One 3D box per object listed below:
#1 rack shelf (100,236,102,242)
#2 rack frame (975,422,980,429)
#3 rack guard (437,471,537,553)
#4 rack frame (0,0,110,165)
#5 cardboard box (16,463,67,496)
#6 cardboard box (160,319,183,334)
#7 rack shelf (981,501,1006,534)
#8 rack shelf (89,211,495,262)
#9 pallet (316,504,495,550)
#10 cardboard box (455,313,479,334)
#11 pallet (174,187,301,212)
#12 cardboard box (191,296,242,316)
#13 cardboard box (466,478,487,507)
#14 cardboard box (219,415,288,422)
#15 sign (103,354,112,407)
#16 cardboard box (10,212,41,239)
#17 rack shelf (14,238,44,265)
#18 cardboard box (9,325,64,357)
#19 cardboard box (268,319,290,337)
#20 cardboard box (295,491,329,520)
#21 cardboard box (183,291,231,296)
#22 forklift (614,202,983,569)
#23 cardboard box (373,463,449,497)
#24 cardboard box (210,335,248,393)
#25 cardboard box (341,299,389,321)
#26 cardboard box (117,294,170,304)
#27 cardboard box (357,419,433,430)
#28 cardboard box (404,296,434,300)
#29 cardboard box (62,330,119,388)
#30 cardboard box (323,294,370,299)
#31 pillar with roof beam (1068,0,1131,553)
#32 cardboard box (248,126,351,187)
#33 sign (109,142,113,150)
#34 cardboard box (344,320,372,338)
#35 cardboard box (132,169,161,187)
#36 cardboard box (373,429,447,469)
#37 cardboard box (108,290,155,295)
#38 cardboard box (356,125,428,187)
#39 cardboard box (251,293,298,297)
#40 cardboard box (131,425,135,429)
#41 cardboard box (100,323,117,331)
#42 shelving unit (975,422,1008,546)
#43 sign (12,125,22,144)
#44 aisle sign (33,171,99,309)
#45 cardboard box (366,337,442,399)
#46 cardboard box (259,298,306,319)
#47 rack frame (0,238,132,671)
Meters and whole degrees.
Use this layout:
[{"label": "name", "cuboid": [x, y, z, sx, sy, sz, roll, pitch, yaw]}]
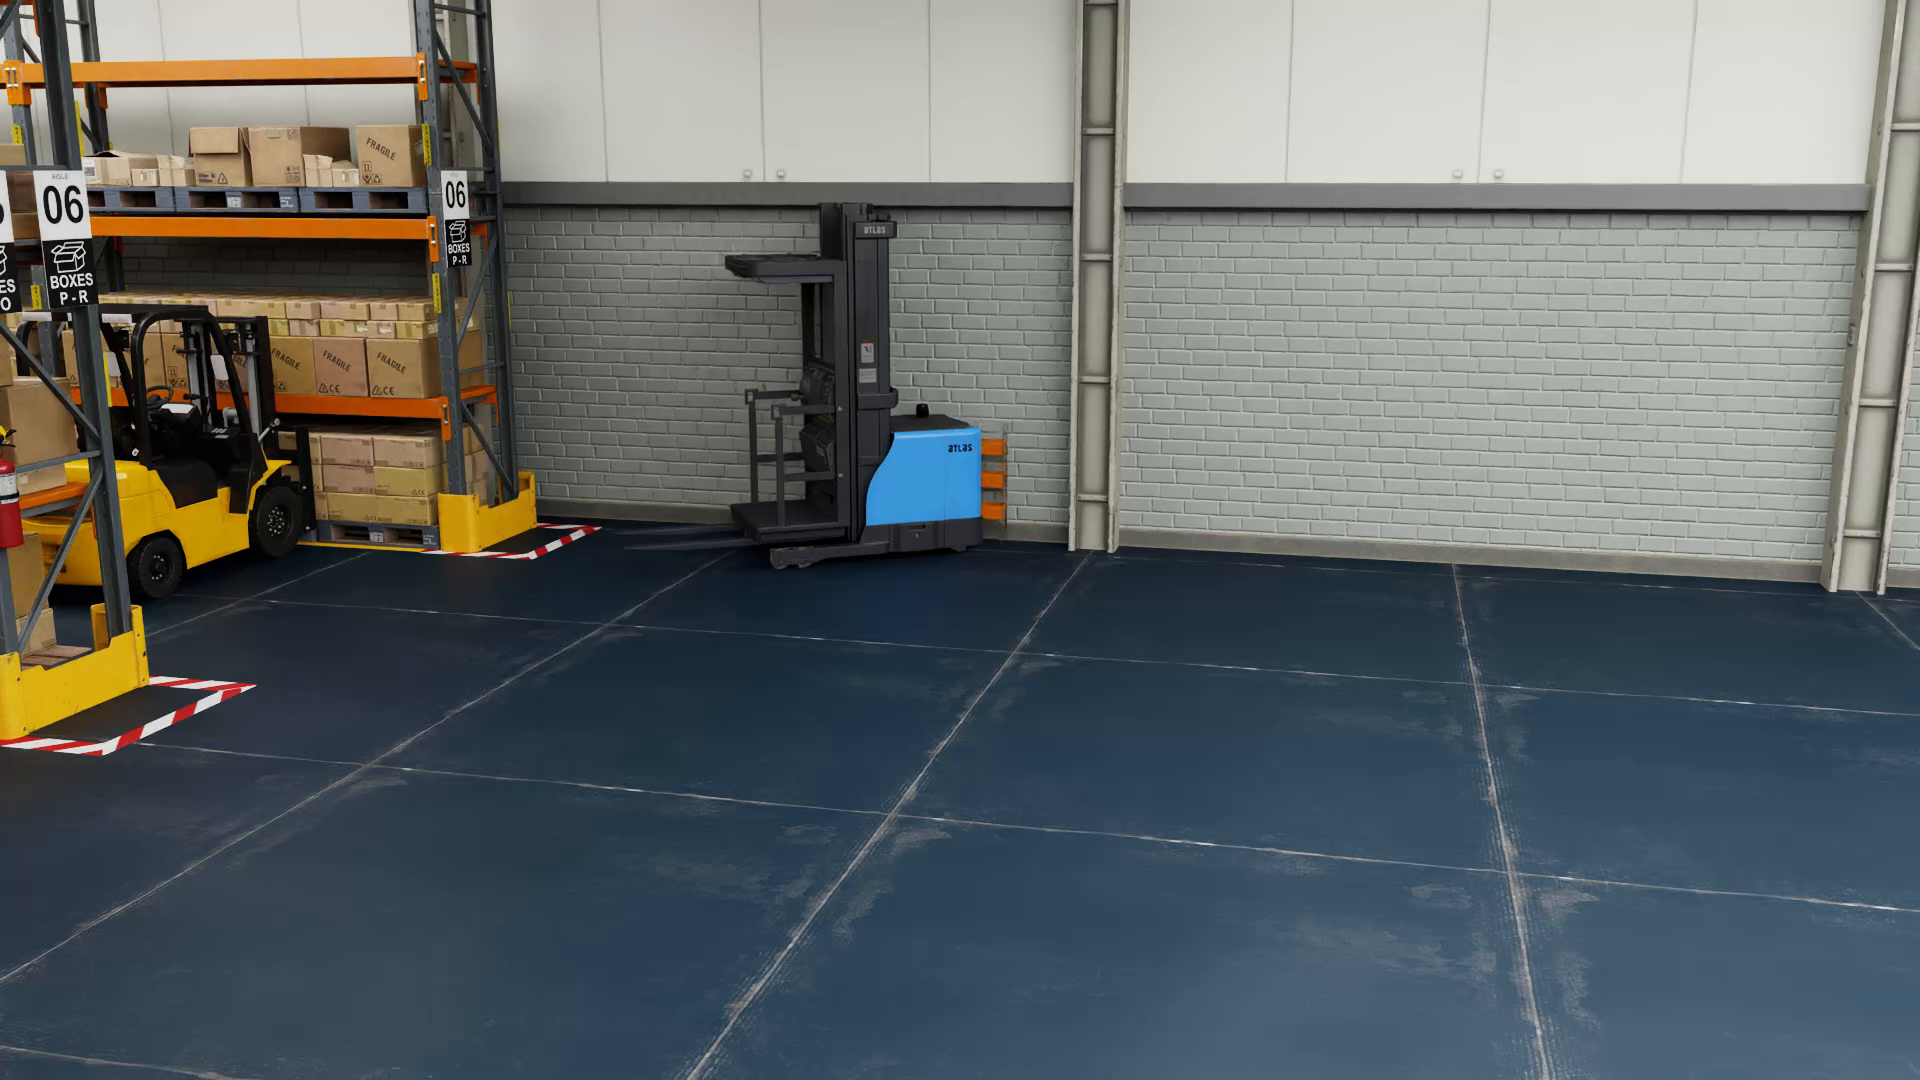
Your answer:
[{"label": "rack shelf", "cuboid": [-10.030, -2.908, 15.651, 4.000, 0.370, 1.077, 3, 13, 14]}, {"label": "rack frame", "cuboid": [0.153, -0.493, 14.528, 0.008, 1.050, 0.200, 3, 13, 11]}, {"label": "rack guard", "cuboid": [-4.182, -0.262, 14.760, 0.348, 0.500, 1.175, 3, 13, 14]}, {"label": "rack frame", "cuboid": [-8.089, -4.620, 14.780, 0.127, 3.000, 1.000, 3, 13, 14]}, {"label": "cardboard box", "cuboid": [-5.671, -0.378, 10.092, 0.250, 0.149, 0.380, 3, 13, 14]}, {"label": "cardboard box", "cuboid": [-6.855, -1.922, 14.741, 0.250, 0.149, 0.380, 3, 13, 13]}, {"label": "rack shelf", "cuboid": [0.273, -0.206, 14.567, 0.240, 0.259, 0.215, 3, 13, 11]}, {"label": "rack shelf", "cuboid": [-6.147, -2.700, 14.715, 4.000, 0.370, 1.077, 3, 13, 14]}, {"label": "pallet", "cuboid": [-4.958, -0.153, 14.936, 1.213, 0.211, 1.003, 3, 13, 14]}, {"label": "cardboard box", "cuboid": [-4.472, -1.921, 14.739, 0.250, 0.149, 0.380, 3, 13, 12]}, {"label": "pallet", "cuboid": [-6.074, -3.010, 14.653, 1.213, 0.211, 1.003, 3, 13, 14]}, {"label": "cardboard box", "cuboid": [-6.581, -2.073, 14.735, 0.250, 0.149, 0.380, 3, 13, 13]}, {"label": "cardboard box", "cuboid": [-4.635, -0.413, 15.047, 0.500, 0.250, 0.500, 3, 13, 14]}, {"label": "cardboard box", "cuboid": [-6.581, -1.005, 15.407, 0.500, 0.250, 0.500, 3, 13, 14]}, {"label": "sign", "cuboid": [-5.261, -0.976, 10.210, 0.005, 0.325, 0.100, 3, 13, 14]}, {"label": "cardboard box", "cuboid": [-5.635, -1.867, 9.877, 0.250, 0.149, 0.380, 3, 13, 14]}, {"label": "rack shelf", "cuboid": [-7.333, -1.656, 10.010, 4.000, 0.370, 1.077, 3, 13, 14]}, {"label": "cardboard box", "cuboid": [-8.627, -1.834, 15.265, 0.500, 0.250, 0.500, 3, 13, 12]}, {"label": "cardboard box", "cuboid": [-5.860, -1.869, 14.506, 0.250, 0.149, 0.380, 3, 13, 14]}, {"label": "cardboard box", "cuboid": [-5.701, -0.360, 14.808, 0.500, 0.250, 0.500, 3, 13, 14]}, {"label": "cardboard box", "cuboid": [-6.955, -2.216, 15.382, 0.250, 0.149, 0.380, 3, 13, 12]}, {"label": "forklift", "cuboid": [-1.378, -1.320, 13.915, 3.031, 2.935, 1.130, -4, 13, -19]}, {"label": "cardboard box", "cuboid": [-4.753, -0.550, 14.510, 0.500, 0.250, 0.500, 3, 13, 13]}, {"label": "cardboard box", "cuboid": [-6.236, -1.582, 14.707, 0.500, 0.500, 0.500, 3, 13, 14]}, {"label": "cardboard box", "cuboid": [-5.111, -1.983, 14.329, 0.250, 0.149, 0.380, 3, 13, 15]}, {"label": "cardboard box", "cuboid": [-7.325, -2.117, 14.934, 0.250, 0.149, 0.380, 3, 13, 12]}, {"label": "cardboard box", "cuboid": [-5.112, -0.924, 15.044, 0.500, 0.250, 0.500, 3, 13, 14]}, {"label": "cardboard box", "cuboid": [-4.723, -2.083, 14.784, 0.250, 0.149, 0.380, 4, 13, 15]}, {"label": "cardboard box", "cuboid": [-7.720, -1.662, 15.068, 0.500, 0.500, 0.500, 3, 13, 12]}, {"label": "cardboard box", "cuboid": [-5.484, -2.112, 14.914, 0.250, 0.149, 0.380, 3, 13, 15]}, {"label": "pillar with roof beam", "cuboid": [0.129, -3.421, 9.378, 0.400, 9.000, 9.100, 3, 13, 14]}, {"label": "cardboard box", "cuboid": [-5.664, -3.296, 14.309, 0.500, 0.500, 0.700, 3, 13, 14]}, {"label": "sign", "cuboid": [-7.957, -3.563, 15.567, 0.005, 0.325, 0.100, 3, 13, 14]}, {"label": "cardboard box", "cuboid": [-5.101, -1.841, 14.379, 0.250, 0.149, 0.380, 3, 13, 15]}, {"label": "cardboard box", "cuboid": [-6.980, -3.160, 14.504, 0.250, 0.149, 0.380, 3, 13, 15]}, {"label": "cardboard box", "cuboid": [-4.727, -0.793, 14.451, 0.500, 0.250, 0.500, 4, 13, 15]}, {"label": "cardboard box", "cuboid": [-7.706, -2.249, 15.529, 0.250, 0.149, 0.380, 3, 13, 14]}, {"label": "cardboard box", "cuboid": [-4.693, -3.222, 13.975, 0.500, 0.500, 0.500, 3, 13, 15]}, {"label": "cardboard box", "cuboid": [-6.232, -2.156, 15.110, 0.250, 0.149, 0.380, 3, 13, 15]}, {"label": "cardboard box", "cuboid": [-7.200, -0.922, 15.034, 0.500, 0.250, 0.500, 3, 13, 14]}, {"label": "cardboard box", "cuboid": [-7.590, -1.971, 14.966, 0.250, 0.149, 0.380, 3, 13, 15]}, {"label": "shelving unit", "cuboid": [0.273, -0.487, 14.505, 0.252, 1.050, 0.215, 3, 13, 11]}, {"label": "sign", "cuboid": [-8.209, -3.447, 14.499, 0.005, 0.325, 0.100, 3, 13, 14]}, {"label": "aisle sign", "cuboid": [-5.256, -1.771, 9.787, 0.004, 0.787, 0.394, 3, 13, 14]}, {"label": "cardboard box", "cuboid": [-4.746, -1.503, 14.350, 0.500, 0.500, 0.500, 3, 13, 12]}, {"label": "cardboard box", "cuboid": [-5.867, -2.014, 14.469, 0.250, 0.149, 0.380, 3, 13, 15]}, {"label": "rack frame", "cuboid": [-5.391, -0.439, 9.789, 0.127, 3.000, 1.000, 3, 13, 14]}]
